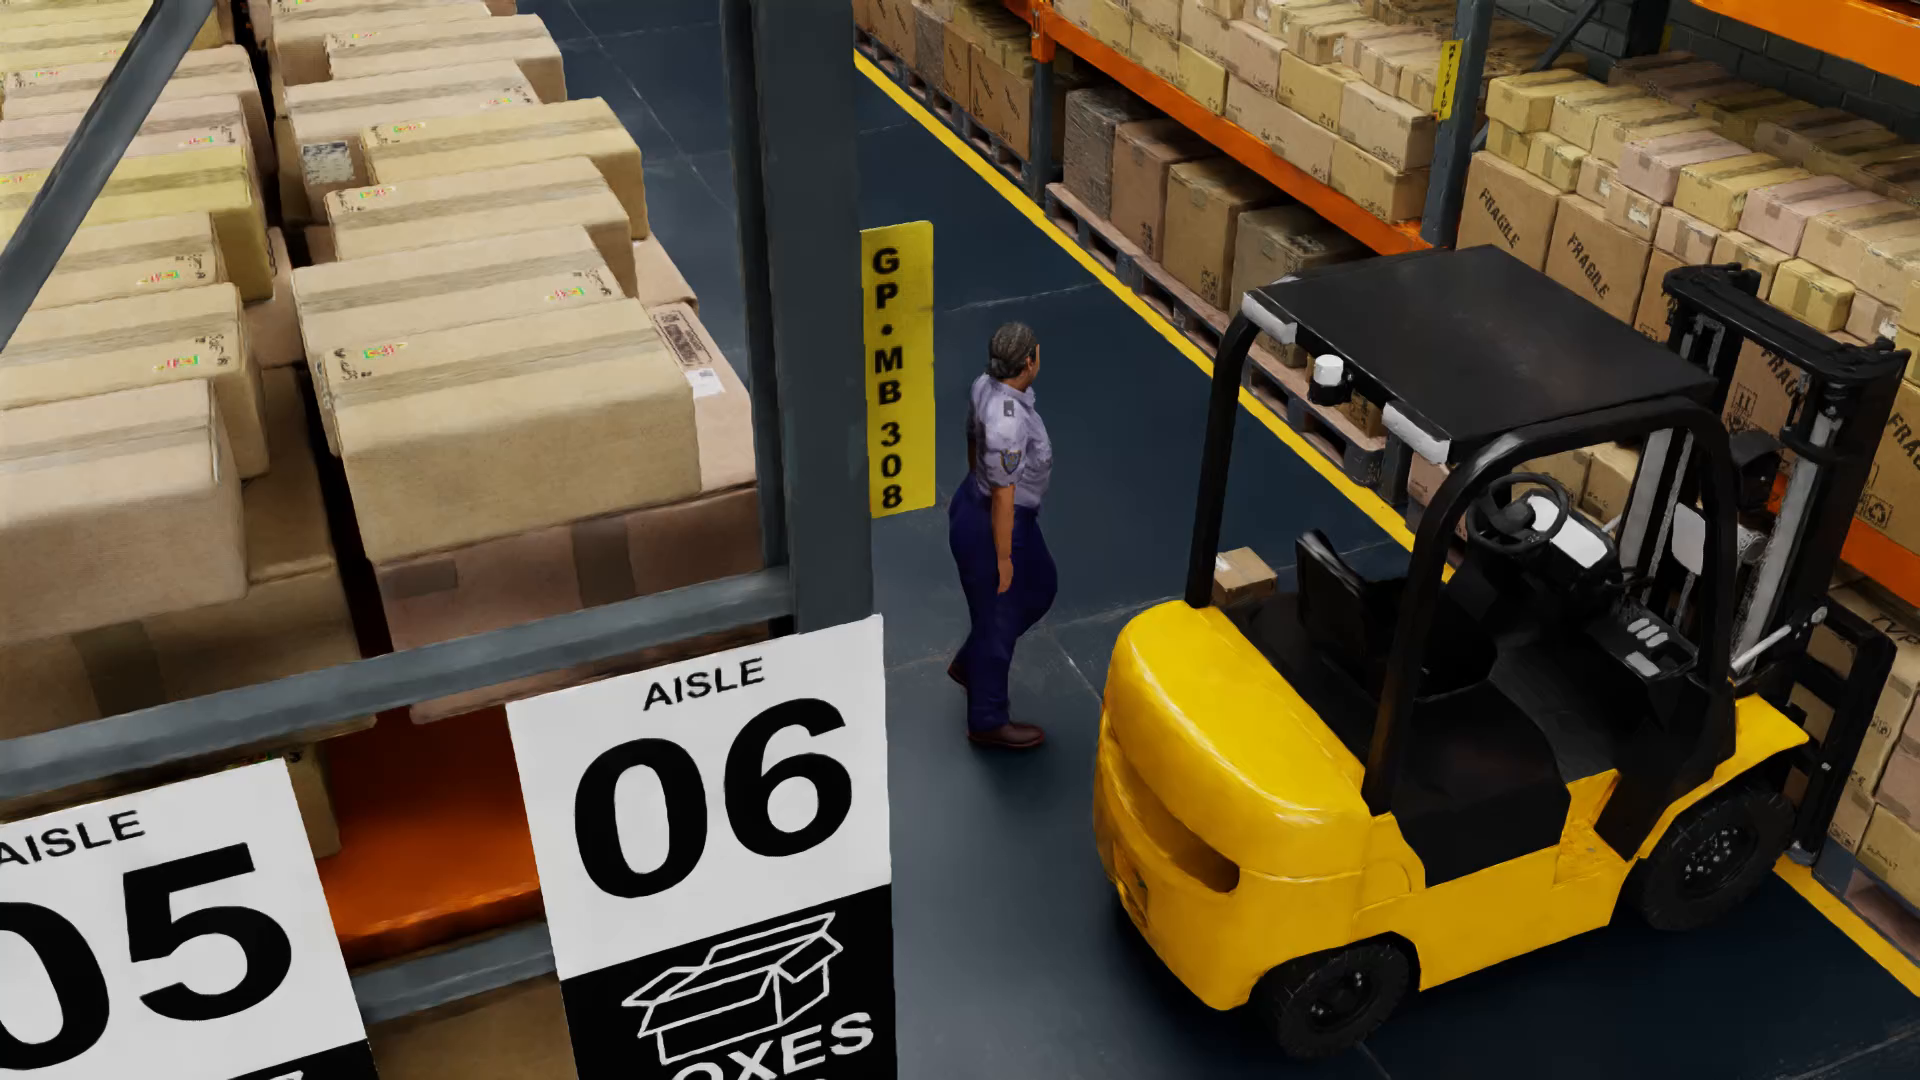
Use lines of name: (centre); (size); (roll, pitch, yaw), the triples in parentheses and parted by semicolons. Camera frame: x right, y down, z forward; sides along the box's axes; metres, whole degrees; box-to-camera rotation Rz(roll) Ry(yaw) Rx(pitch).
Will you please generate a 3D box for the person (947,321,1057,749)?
person: (0.165, -0.031, 6.197); (0.434, 1.616, 0.615); (-1, 34, -2)
